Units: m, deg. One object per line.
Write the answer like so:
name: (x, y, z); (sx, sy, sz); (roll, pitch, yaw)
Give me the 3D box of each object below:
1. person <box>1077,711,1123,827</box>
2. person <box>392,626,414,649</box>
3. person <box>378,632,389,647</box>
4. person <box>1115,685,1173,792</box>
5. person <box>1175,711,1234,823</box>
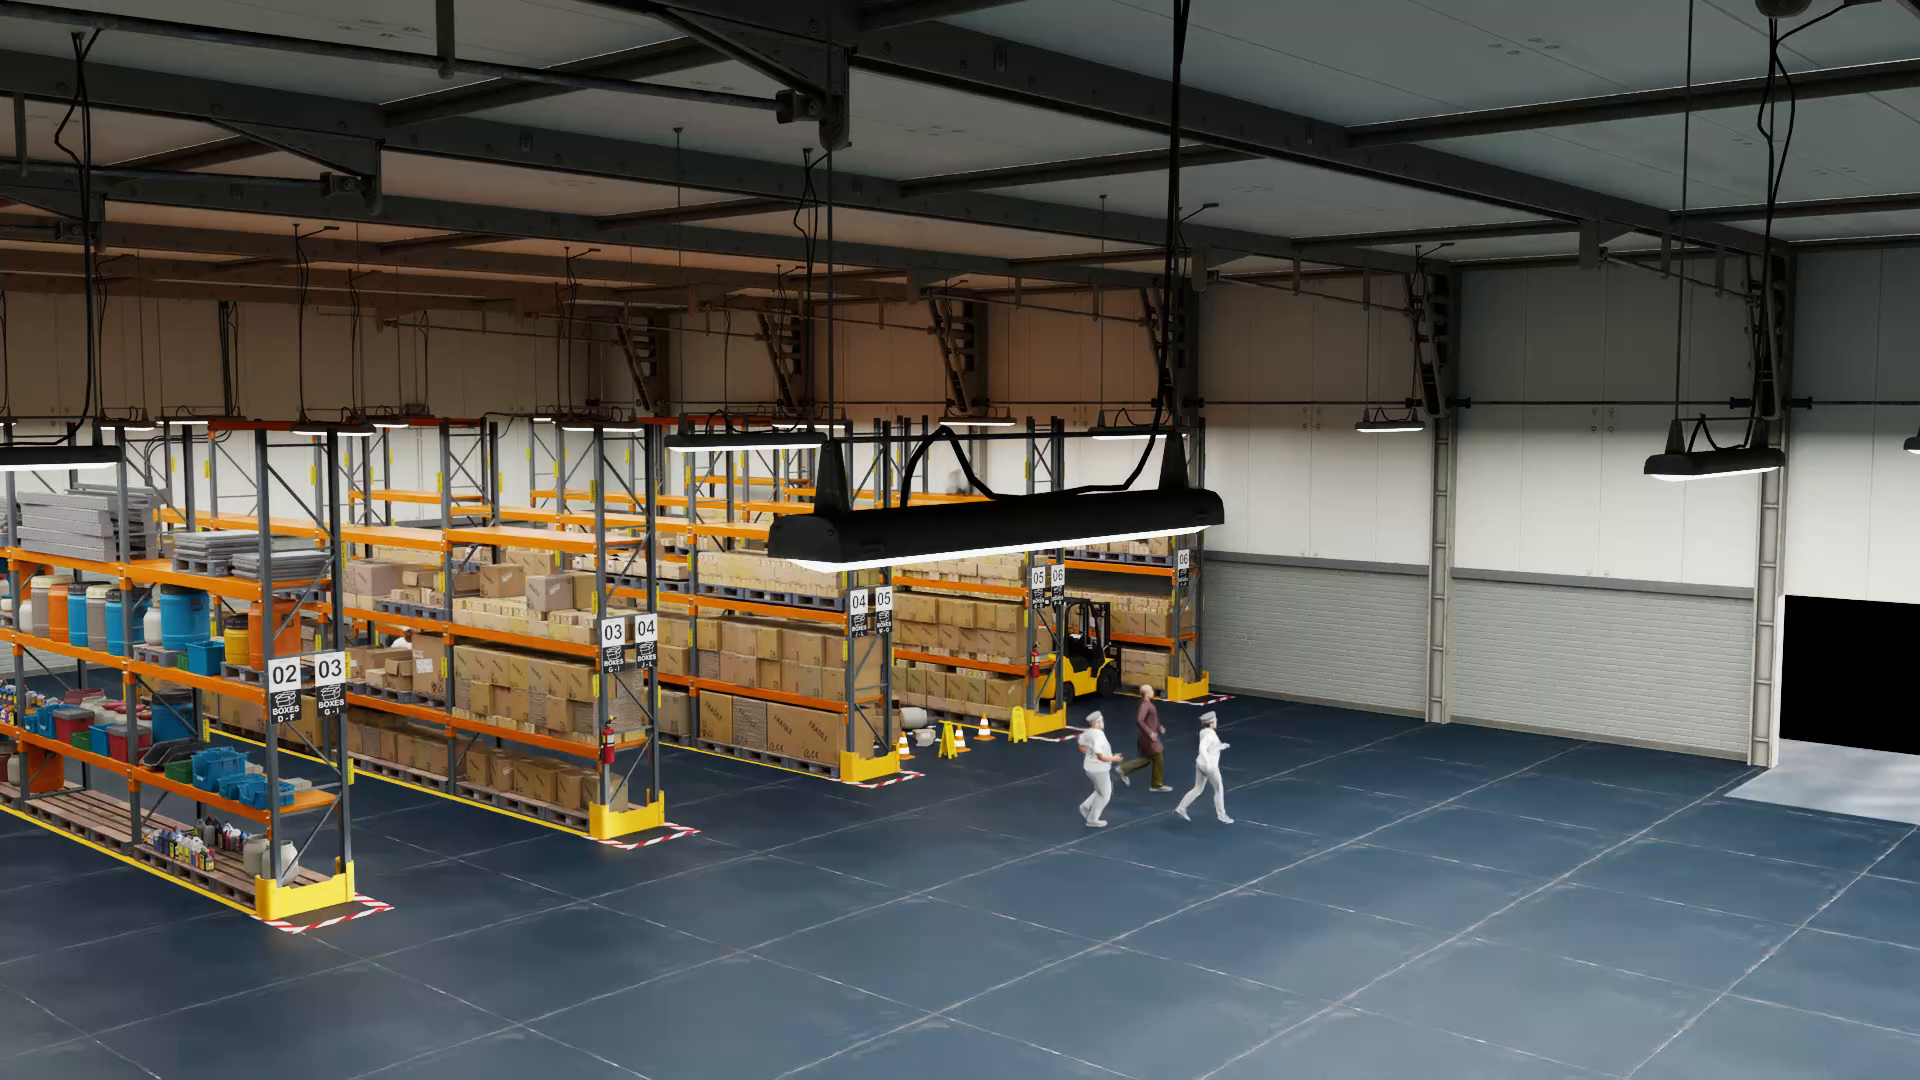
person: (2.111, 3.396, 24.787); (0.578, 1.736, 0.653); (-1, 5, -15)
person: (-11.440, 2.610, 34.465); (0.577, 1.737, 0.719); (4, 6, 41)
person: (-13.962, 2.182, 40.086); (0.603, 1.661, 0.563); (4, 6, 41)
person: (2.984, 3.211, 26.927); (0.936, 1.750, 0.742); (0, 5, 0)
person: (3.663, 3.400, 24.804); (0.926, 1.699, 0.600); (-1, 5, -16)
